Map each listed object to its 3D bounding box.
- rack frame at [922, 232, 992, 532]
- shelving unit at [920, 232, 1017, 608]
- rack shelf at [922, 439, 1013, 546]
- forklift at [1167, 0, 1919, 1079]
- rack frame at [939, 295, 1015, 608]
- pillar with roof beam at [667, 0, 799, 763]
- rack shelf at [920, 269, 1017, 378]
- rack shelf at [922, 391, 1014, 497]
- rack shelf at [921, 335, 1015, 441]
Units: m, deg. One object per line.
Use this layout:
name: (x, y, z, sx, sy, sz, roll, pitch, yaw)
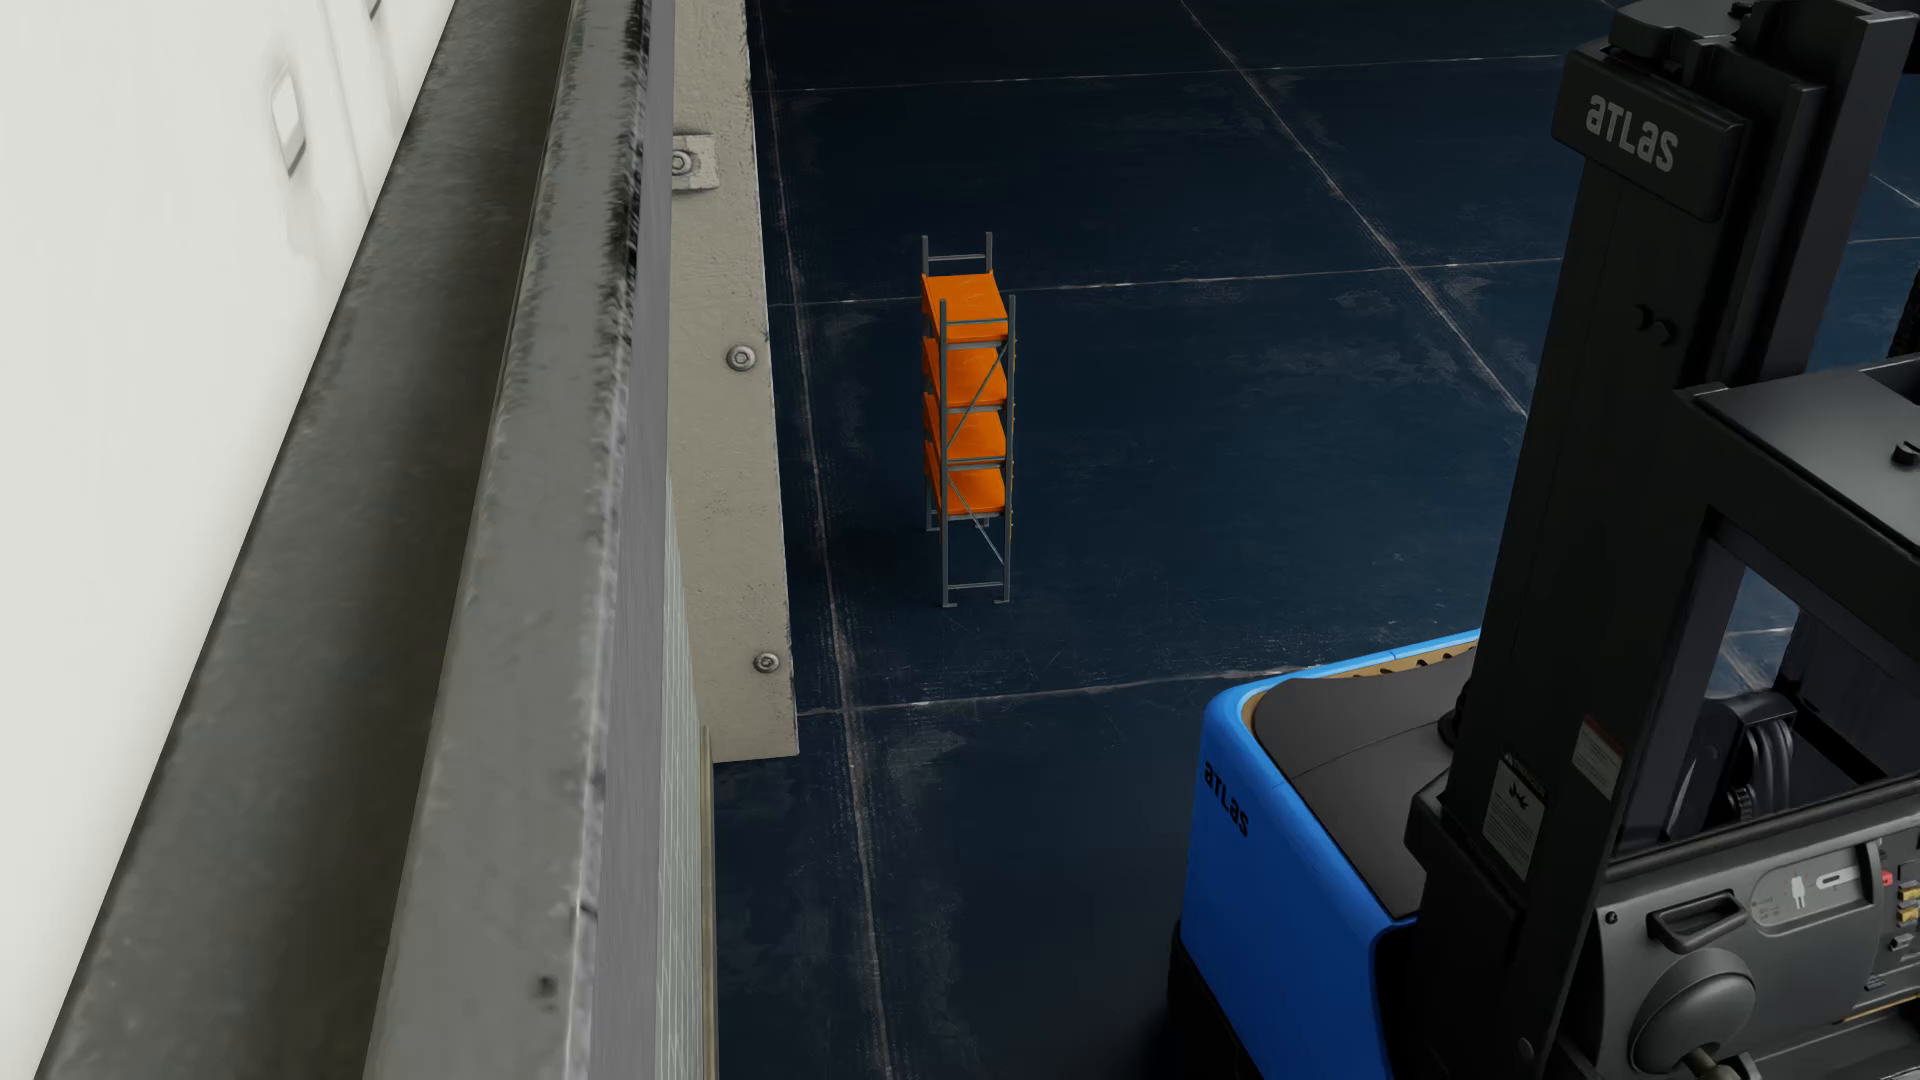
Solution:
rack frame: (-0.011, -0.540, 5.976, 0.240, 1.200, 0.015, -4, 35, -6)
shelving unit: (0.022, -0.403, 5.777, 0.258, 1.200, 0.503, -4, 35, -6)
rack shelf: (0.022, -0.184, 5.926, 0.258, 0.148, 0.480, -4, 35, -6)
forklift: (1.512, 0.719, 2.592, 1.130, 2.935, 3.031, -11, 36, -16)
rack frame: (0.055, -0.267, 5.577, 0.240, 1.200, 0.015, -4, 35, -6)
pillar with roof beam: (3.579, -3.465, 3.343, 9.100, 9.000, 0.400, -4, 35, -6)
rack shelf: (0.022, -0.728, 5.555, 0.258, 0.148, 0.480, -4, 35, -6)
rack shelf: (0.022, -0.348, 5.814, 0.258, 0.148, 0.480, -4, 35, -6)
rack shelf: (0.022, -0.533, 5.688, 0.258, 0.148, 0.480, -4, 35, -6)
